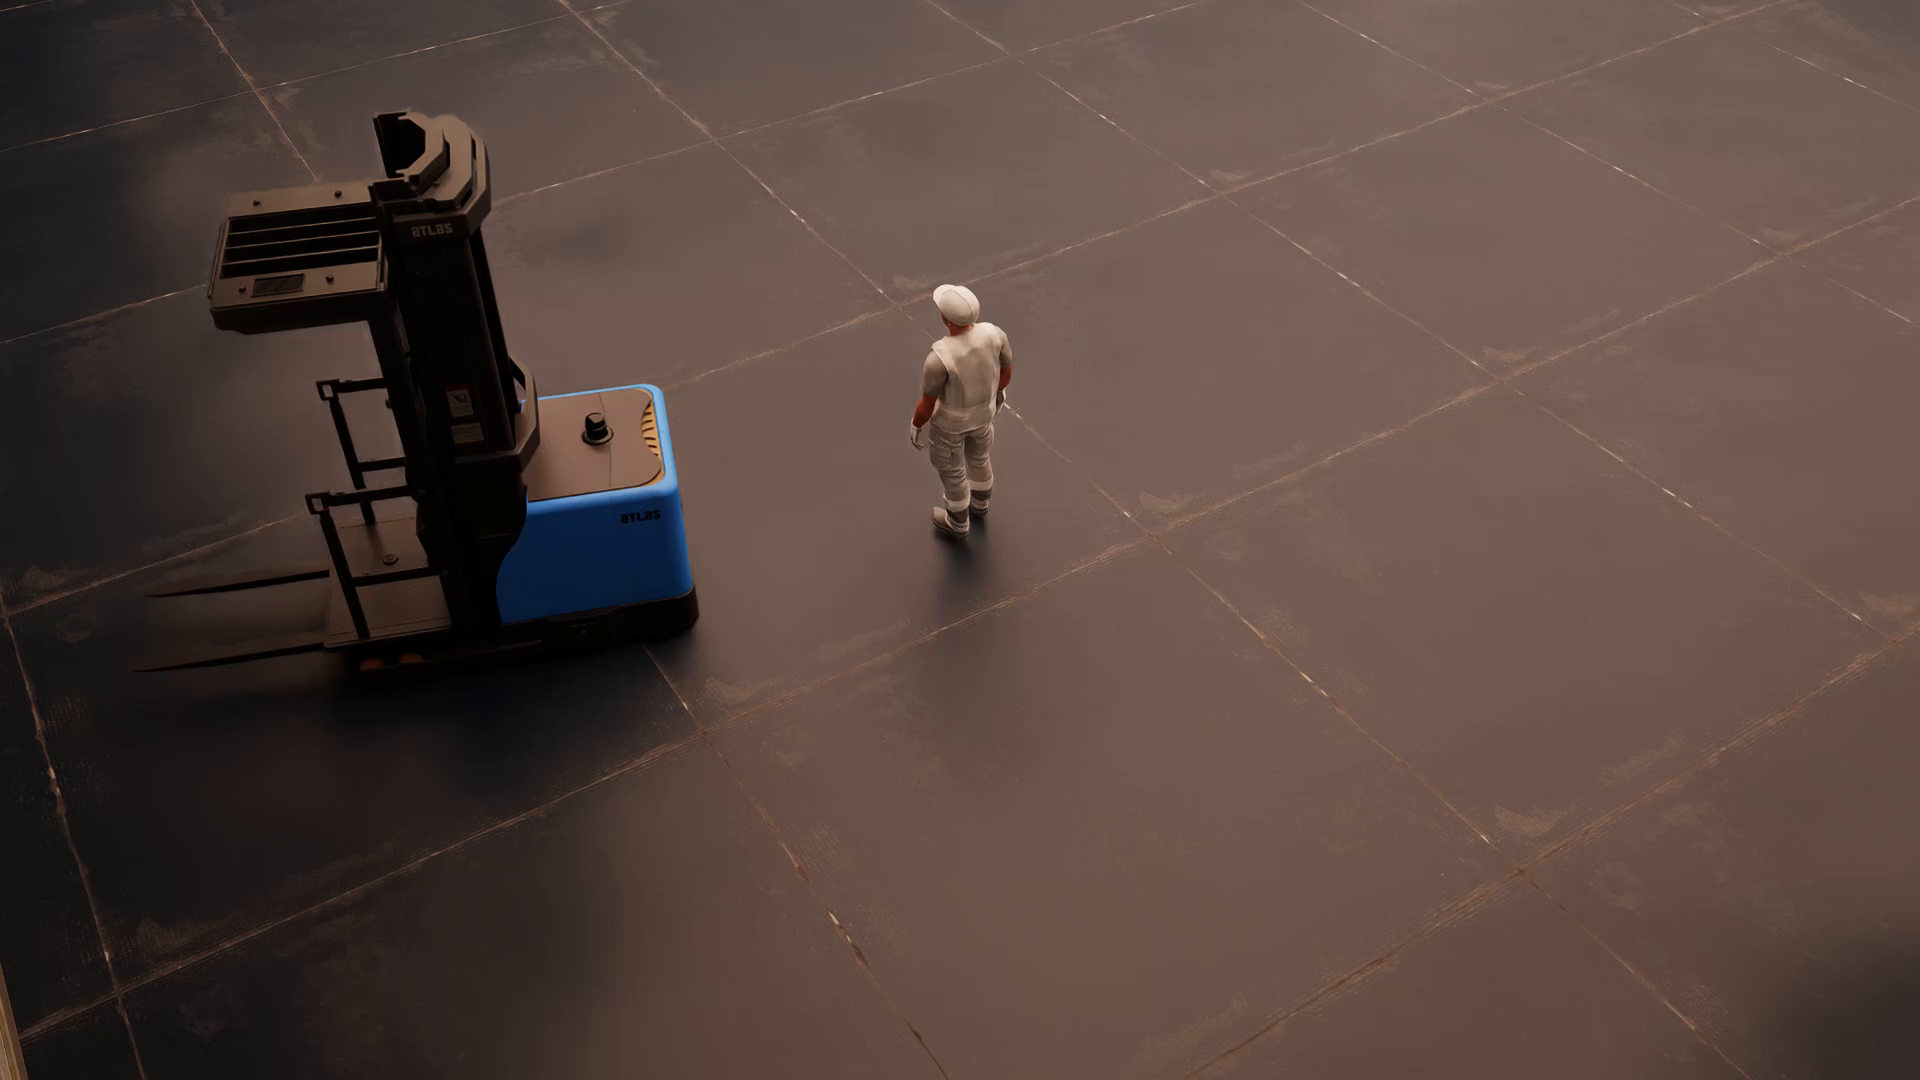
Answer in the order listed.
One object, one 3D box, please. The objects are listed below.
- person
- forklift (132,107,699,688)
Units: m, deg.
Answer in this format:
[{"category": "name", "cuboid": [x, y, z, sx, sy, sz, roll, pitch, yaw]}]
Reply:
[{"category": "person", "cuboid": [-0.033, -0.758, 9.534, 0.638, 1.786, 0.564, -23, 46, -24]}, {"category": "forklift", "cuboid": [-3.064, -0.672, 8.640, 3.031, 2.935, 1.130, -9, 42, -10]}]
